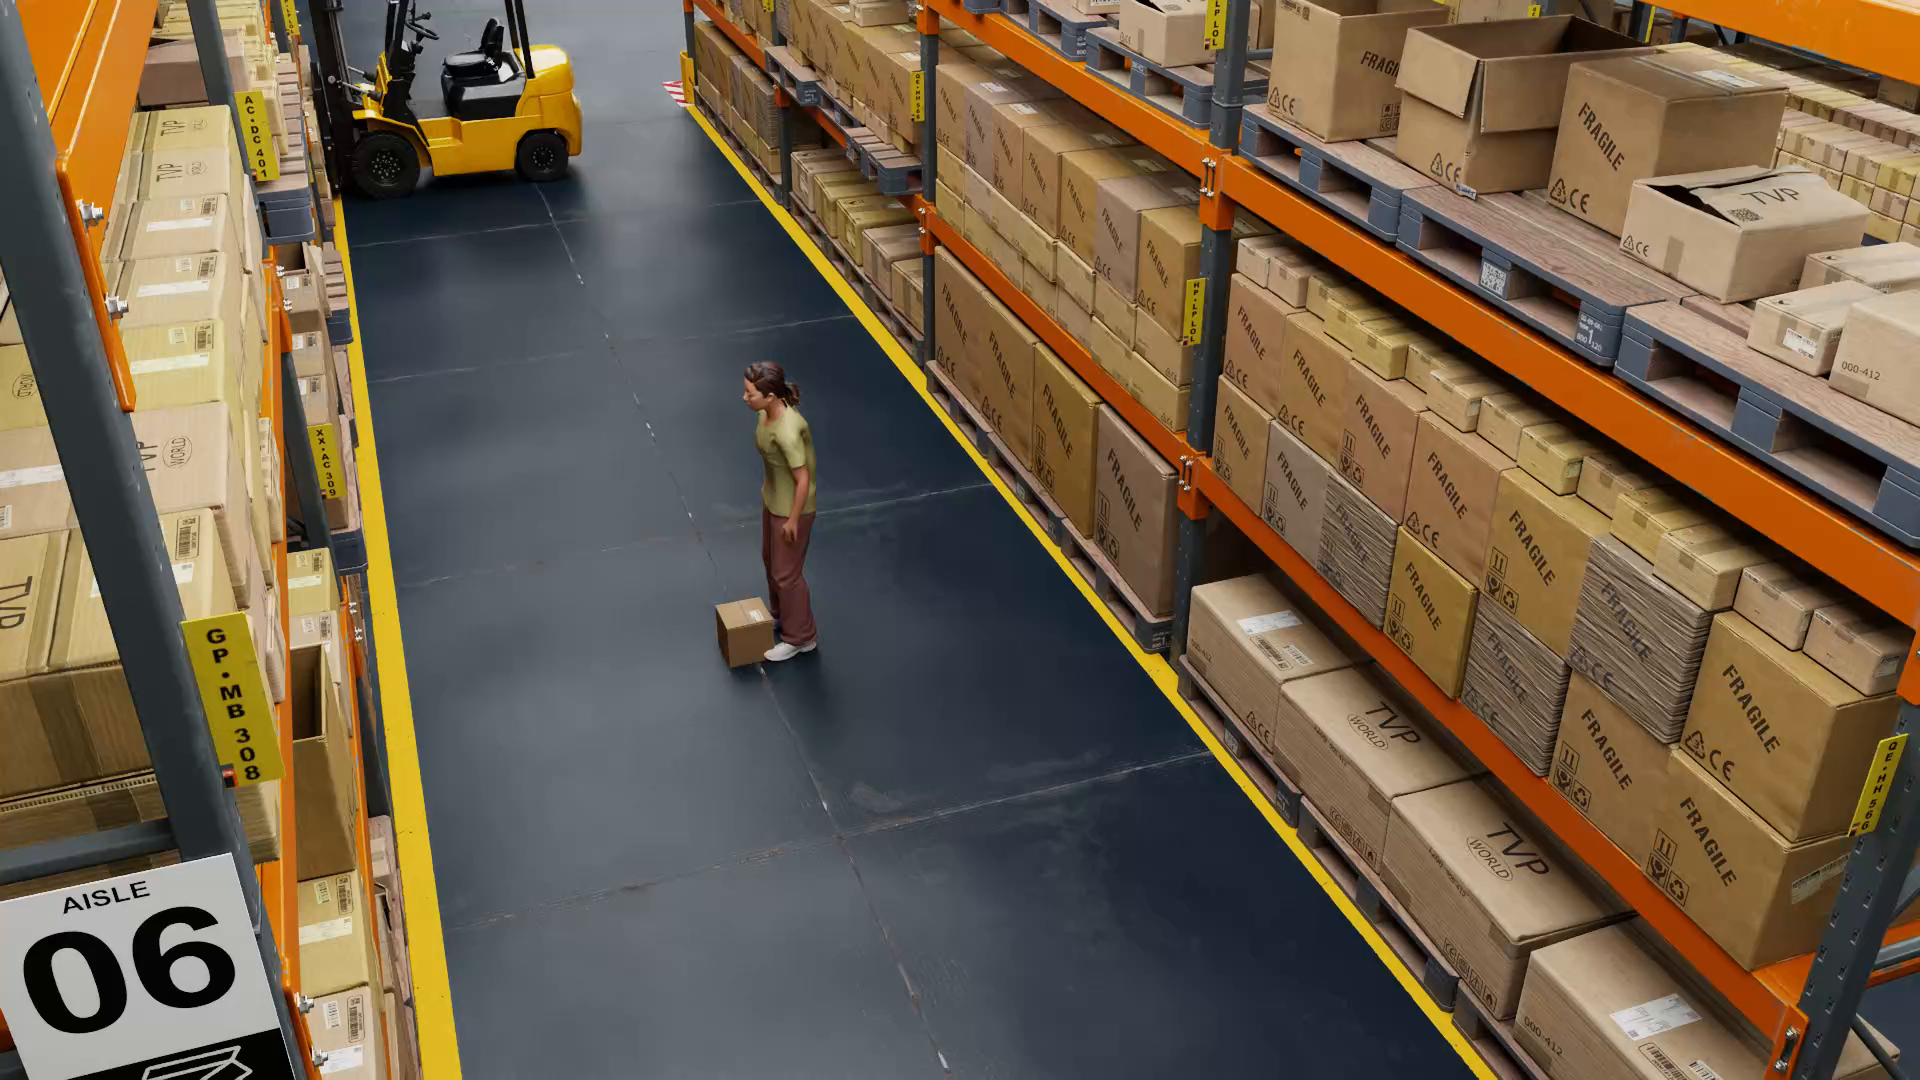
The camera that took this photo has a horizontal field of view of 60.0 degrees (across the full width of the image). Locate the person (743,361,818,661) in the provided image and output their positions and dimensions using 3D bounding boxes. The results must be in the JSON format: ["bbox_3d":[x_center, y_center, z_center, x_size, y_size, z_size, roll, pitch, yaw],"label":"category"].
[{"bbox_3d":[-0.926,-0.159,8.639,0.360,1.650,0.499,-10,32,-18],"label":"person"}]
